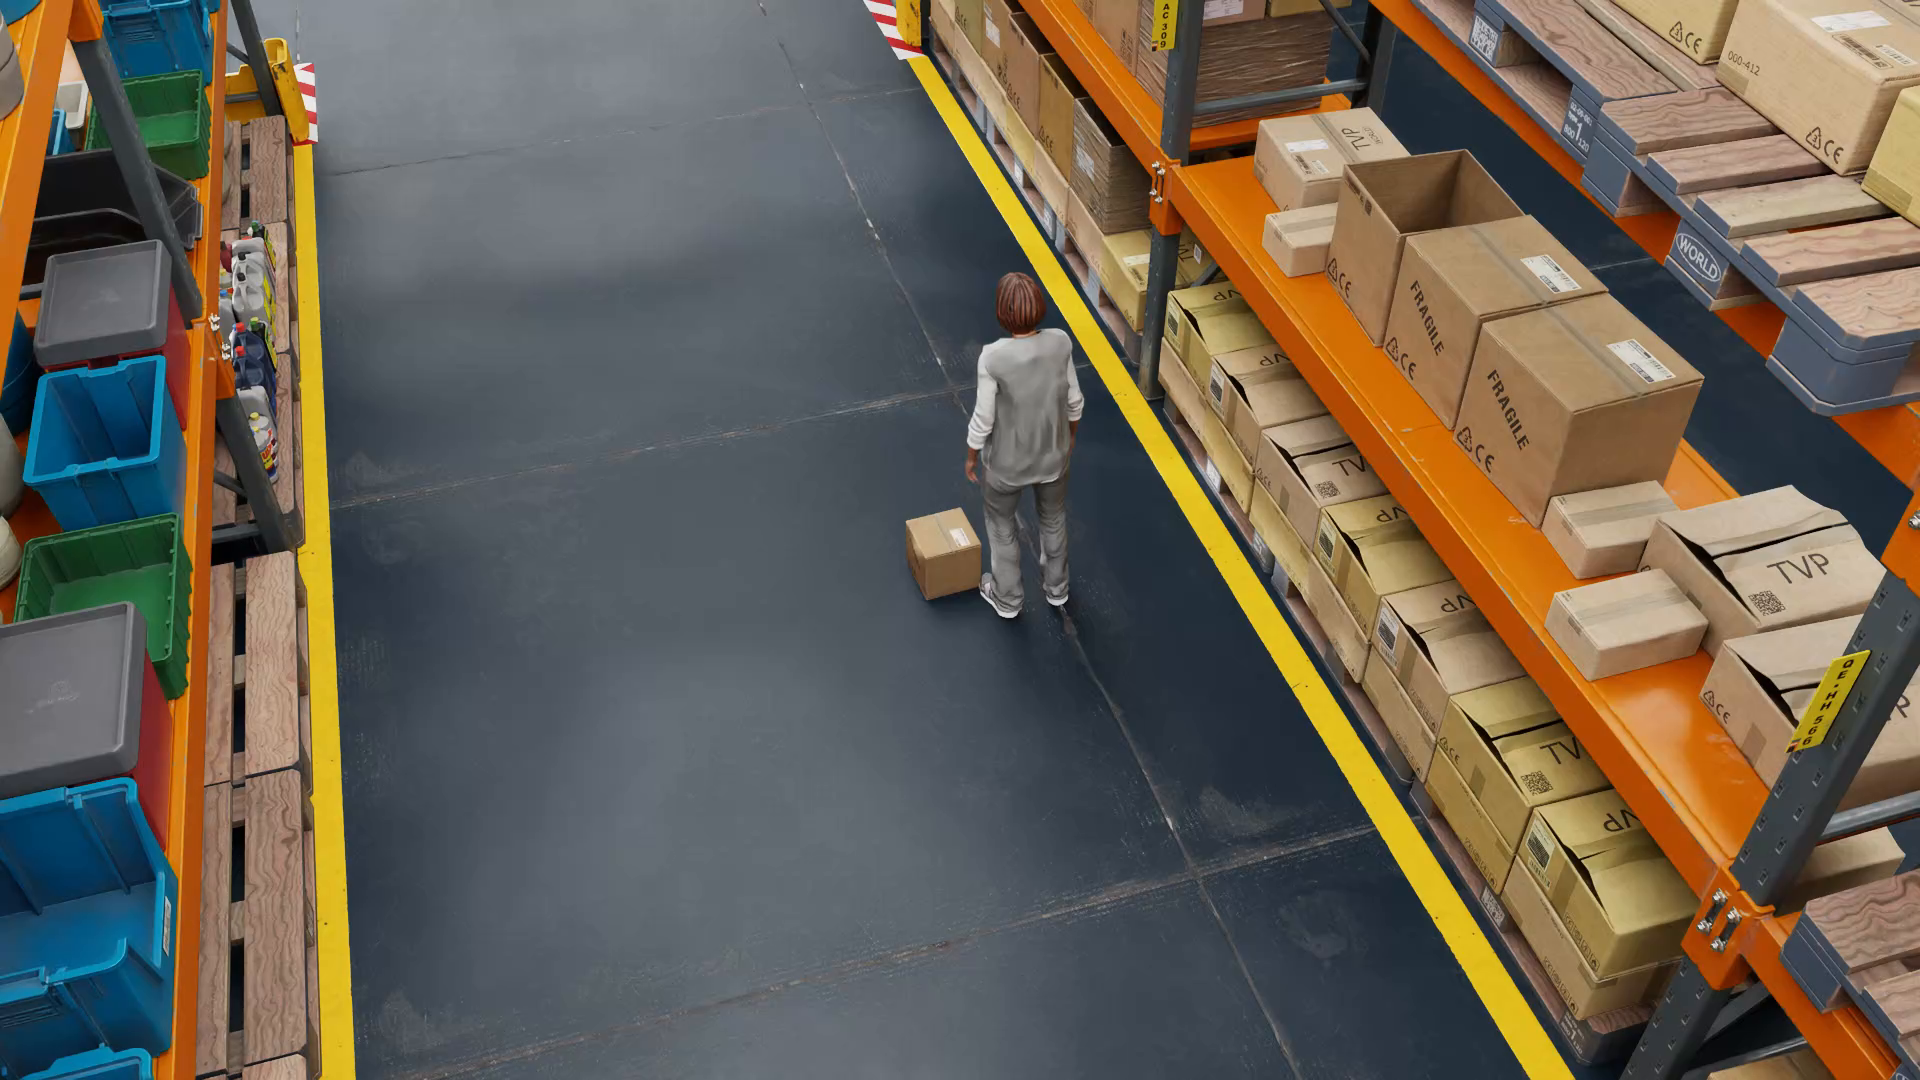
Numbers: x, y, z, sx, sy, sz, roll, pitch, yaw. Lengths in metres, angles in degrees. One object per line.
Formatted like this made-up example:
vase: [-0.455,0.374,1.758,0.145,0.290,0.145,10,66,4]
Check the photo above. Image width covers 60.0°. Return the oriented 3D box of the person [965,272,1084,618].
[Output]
person: [0.255,-0.329,6.532,0.481,1.582,0.343,-13,44,-14]
